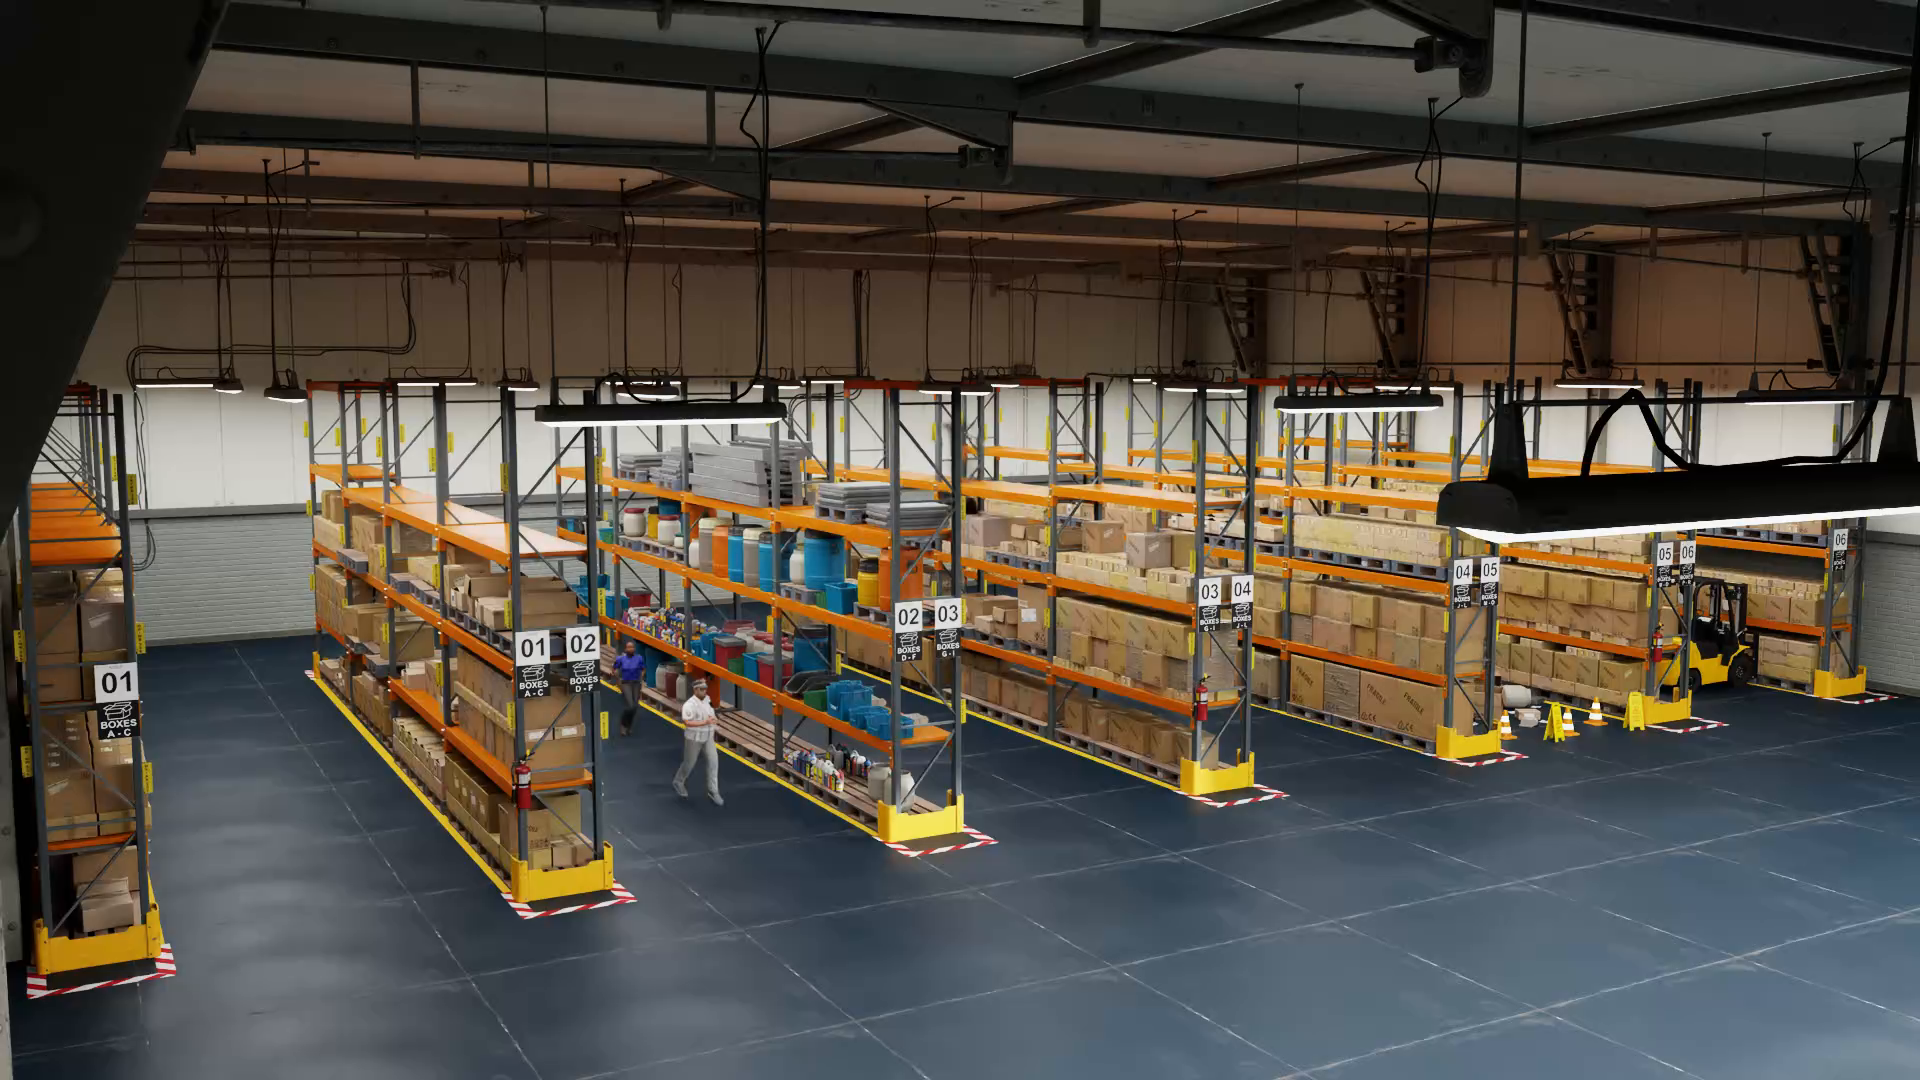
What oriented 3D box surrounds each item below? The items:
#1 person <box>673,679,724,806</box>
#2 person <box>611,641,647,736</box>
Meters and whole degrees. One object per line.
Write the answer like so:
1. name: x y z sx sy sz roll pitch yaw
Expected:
1. person: -3.794 2.883 24.032 0.915 1.816 0.641 5 8 40
2. person: -5.573 2.521 28.226 0.555 1.633 0.624 -3 7 -28
